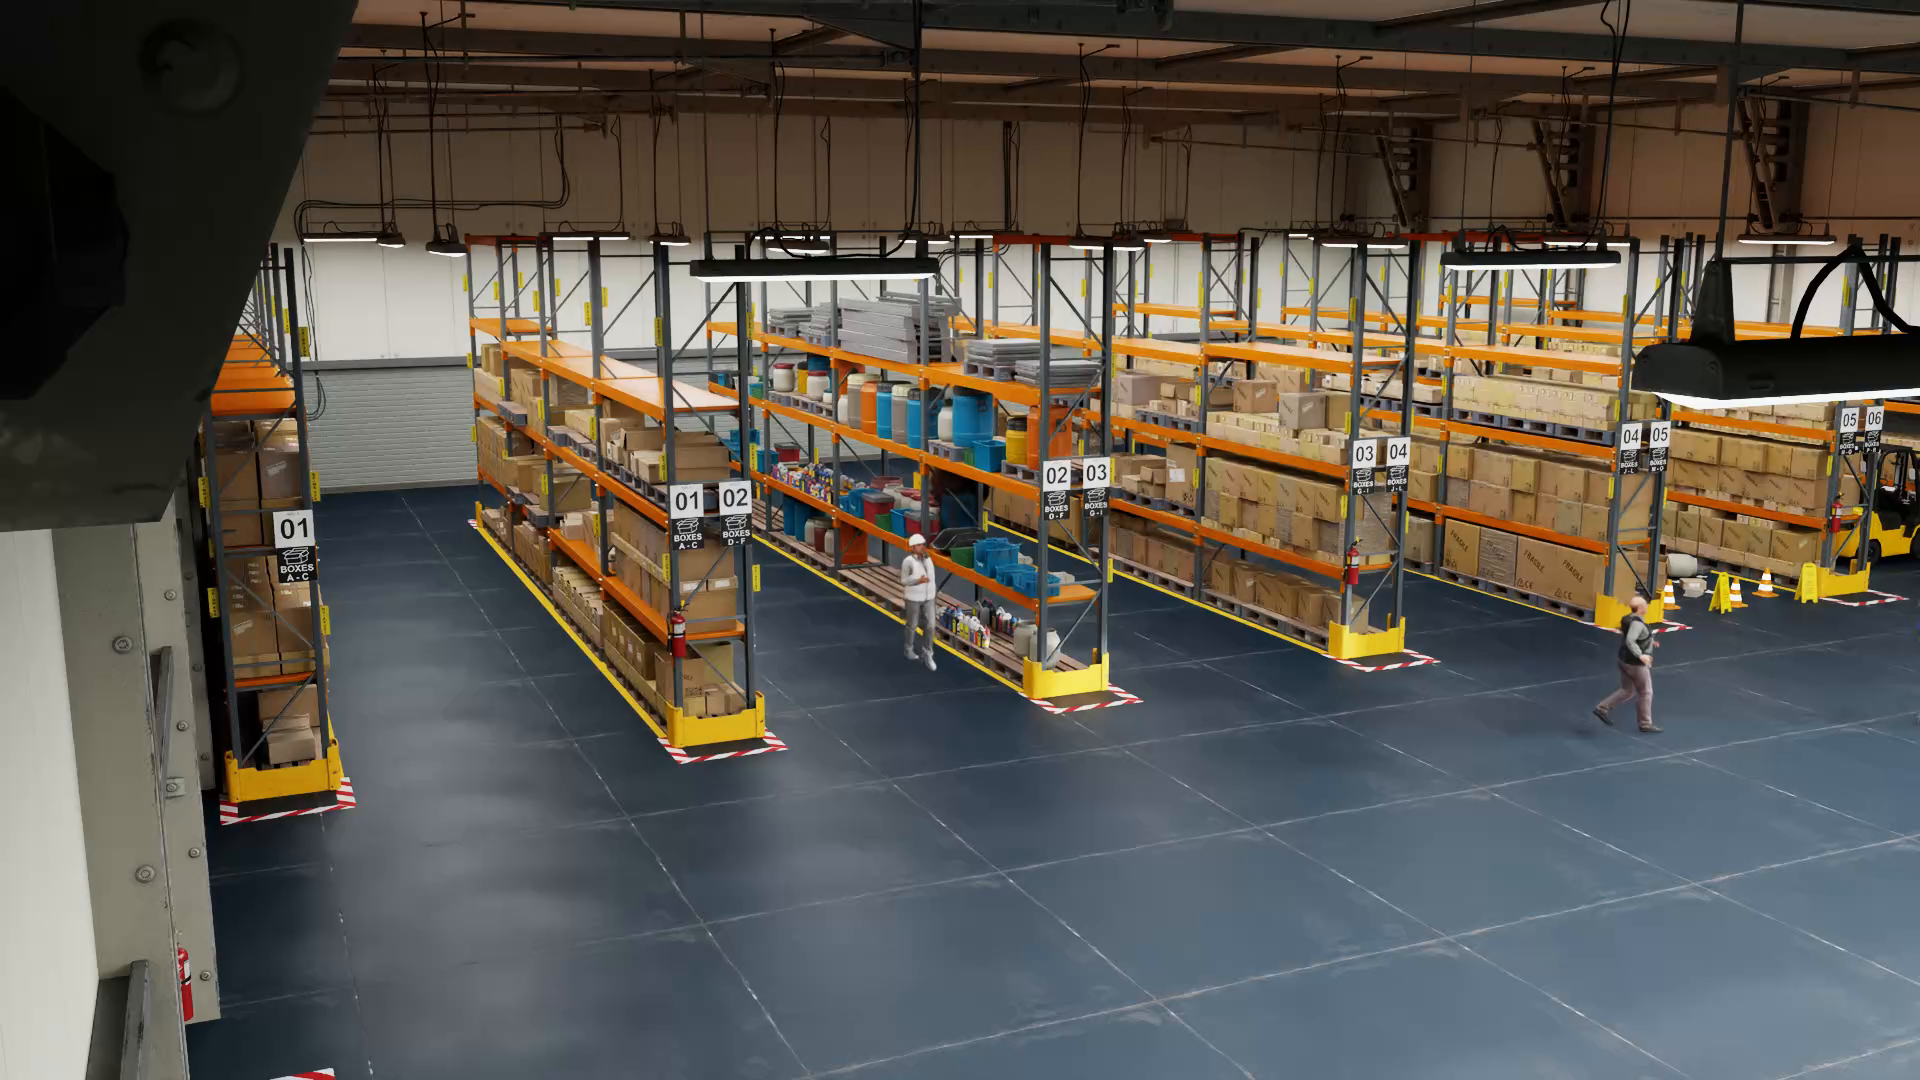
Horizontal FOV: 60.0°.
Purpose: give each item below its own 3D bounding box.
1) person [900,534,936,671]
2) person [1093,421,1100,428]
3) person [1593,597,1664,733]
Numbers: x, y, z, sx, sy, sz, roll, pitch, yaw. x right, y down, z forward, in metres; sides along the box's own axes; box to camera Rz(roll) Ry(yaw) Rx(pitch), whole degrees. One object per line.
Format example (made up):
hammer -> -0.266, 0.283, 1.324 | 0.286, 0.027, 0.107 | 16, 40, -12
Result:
person -> -0.529, 0.853, 22.709 | 0.637, 1.880, 0.701 | -7, 13, -32
person -> 3.539, -2.488, 41.559 | 0.671, 1.744, 0.754 | -6, 12, -28
person -> 8.348, 1.537, 20.620 | 0.844, 1.709, 0.671 | 0, 11, 2
